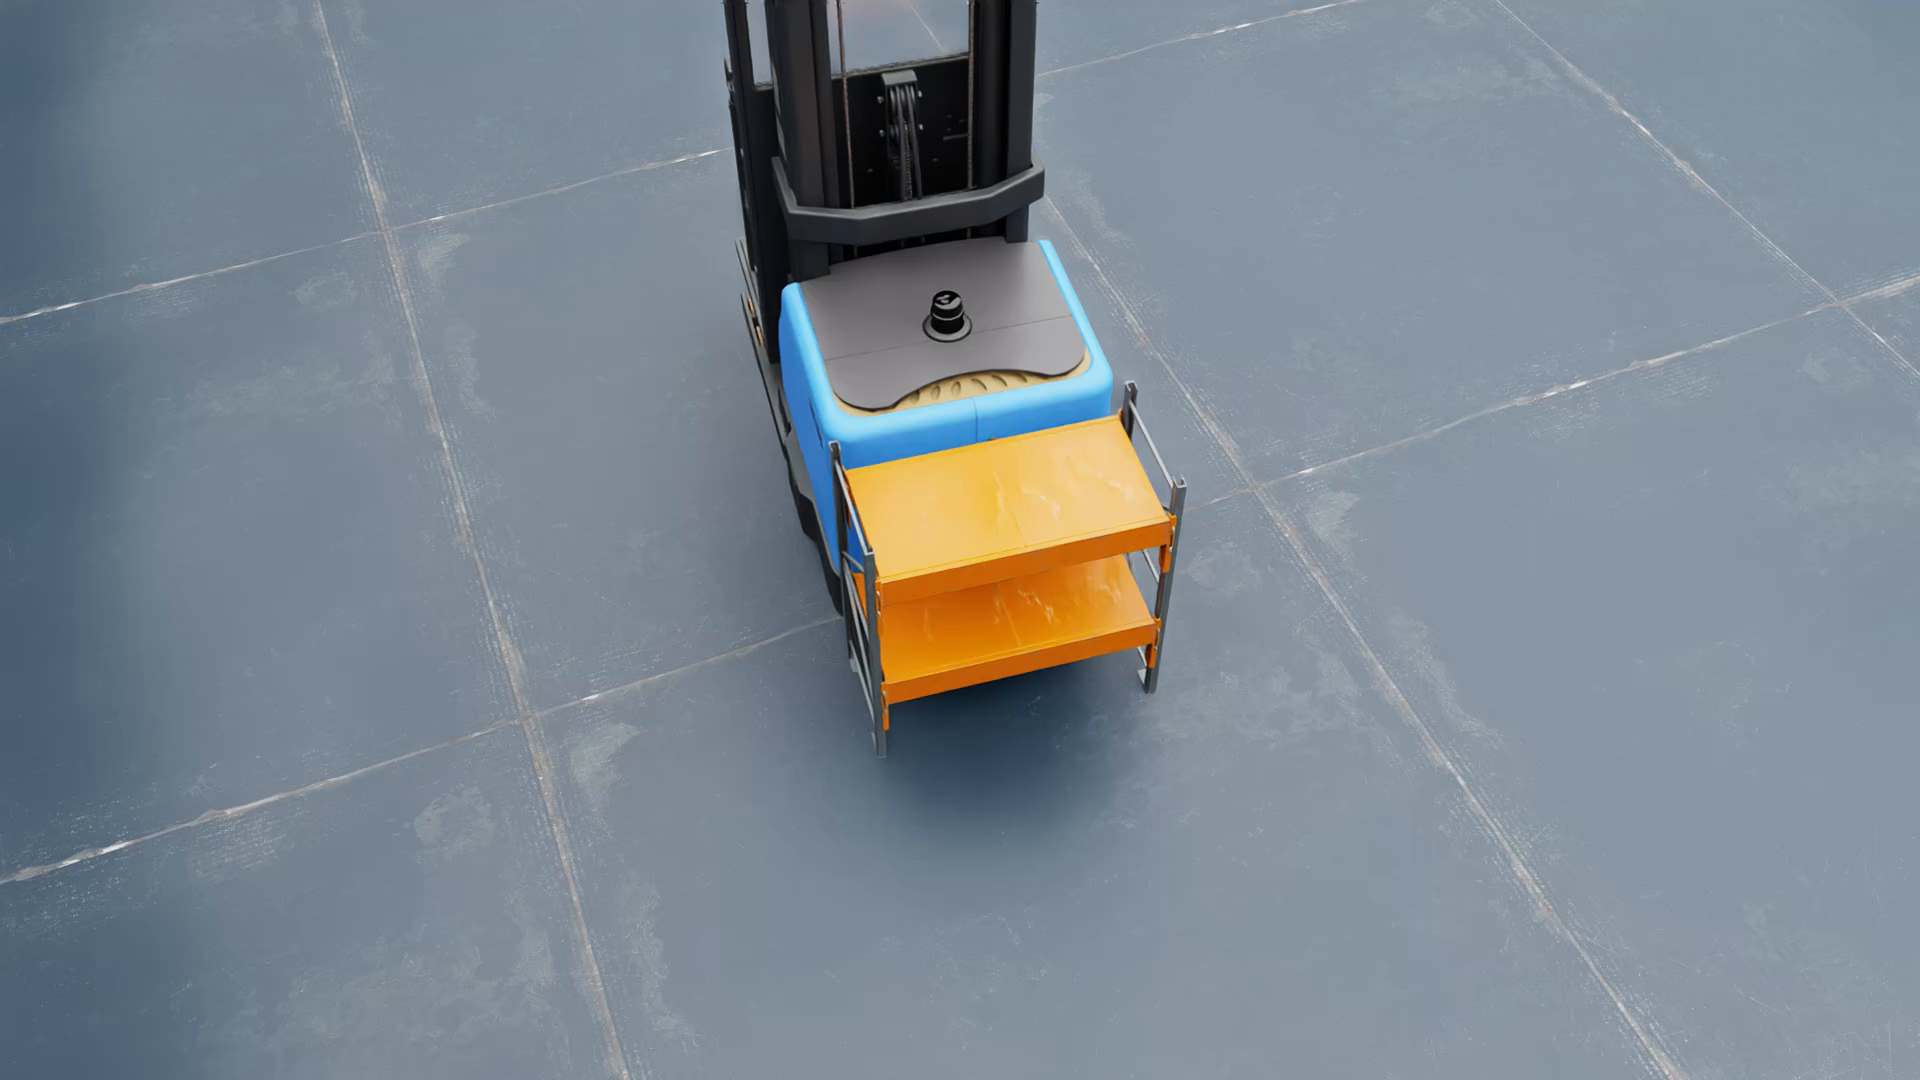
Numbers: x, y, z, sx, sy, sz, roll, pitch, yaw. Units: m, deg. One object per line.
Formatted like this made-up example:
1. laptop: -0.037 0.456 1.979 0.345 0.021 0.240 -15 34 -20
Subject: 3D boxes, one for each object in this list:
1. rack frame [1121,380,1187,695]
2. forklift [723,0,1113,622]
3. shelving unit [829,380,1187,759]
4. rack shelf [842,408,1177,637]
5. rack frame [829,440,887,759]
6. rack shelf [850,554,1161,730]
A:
1. rack frame: 0.635 0.017 5.835 0.032 1.125 0.500 -12 50 -10
2. forklift: -0.334 -1.794 6.200 1.130 2.935 3.031 -12 50 -10
3. shelving unit: 0.146 0.122 5.744 1.048 1.125 0.538 -12 50 -10
4. rack shelf: 0.146 -0.068 5.522 1.000 0.278 0.538 -12 50 -10
5. rack frame: -0.343 0.228 5.653 0.032 1.125 0.500 -12 50 -10
6. rack shelf: 0.146 0.282 5.930 1.000 0.278 0.538 -12 50 -10
